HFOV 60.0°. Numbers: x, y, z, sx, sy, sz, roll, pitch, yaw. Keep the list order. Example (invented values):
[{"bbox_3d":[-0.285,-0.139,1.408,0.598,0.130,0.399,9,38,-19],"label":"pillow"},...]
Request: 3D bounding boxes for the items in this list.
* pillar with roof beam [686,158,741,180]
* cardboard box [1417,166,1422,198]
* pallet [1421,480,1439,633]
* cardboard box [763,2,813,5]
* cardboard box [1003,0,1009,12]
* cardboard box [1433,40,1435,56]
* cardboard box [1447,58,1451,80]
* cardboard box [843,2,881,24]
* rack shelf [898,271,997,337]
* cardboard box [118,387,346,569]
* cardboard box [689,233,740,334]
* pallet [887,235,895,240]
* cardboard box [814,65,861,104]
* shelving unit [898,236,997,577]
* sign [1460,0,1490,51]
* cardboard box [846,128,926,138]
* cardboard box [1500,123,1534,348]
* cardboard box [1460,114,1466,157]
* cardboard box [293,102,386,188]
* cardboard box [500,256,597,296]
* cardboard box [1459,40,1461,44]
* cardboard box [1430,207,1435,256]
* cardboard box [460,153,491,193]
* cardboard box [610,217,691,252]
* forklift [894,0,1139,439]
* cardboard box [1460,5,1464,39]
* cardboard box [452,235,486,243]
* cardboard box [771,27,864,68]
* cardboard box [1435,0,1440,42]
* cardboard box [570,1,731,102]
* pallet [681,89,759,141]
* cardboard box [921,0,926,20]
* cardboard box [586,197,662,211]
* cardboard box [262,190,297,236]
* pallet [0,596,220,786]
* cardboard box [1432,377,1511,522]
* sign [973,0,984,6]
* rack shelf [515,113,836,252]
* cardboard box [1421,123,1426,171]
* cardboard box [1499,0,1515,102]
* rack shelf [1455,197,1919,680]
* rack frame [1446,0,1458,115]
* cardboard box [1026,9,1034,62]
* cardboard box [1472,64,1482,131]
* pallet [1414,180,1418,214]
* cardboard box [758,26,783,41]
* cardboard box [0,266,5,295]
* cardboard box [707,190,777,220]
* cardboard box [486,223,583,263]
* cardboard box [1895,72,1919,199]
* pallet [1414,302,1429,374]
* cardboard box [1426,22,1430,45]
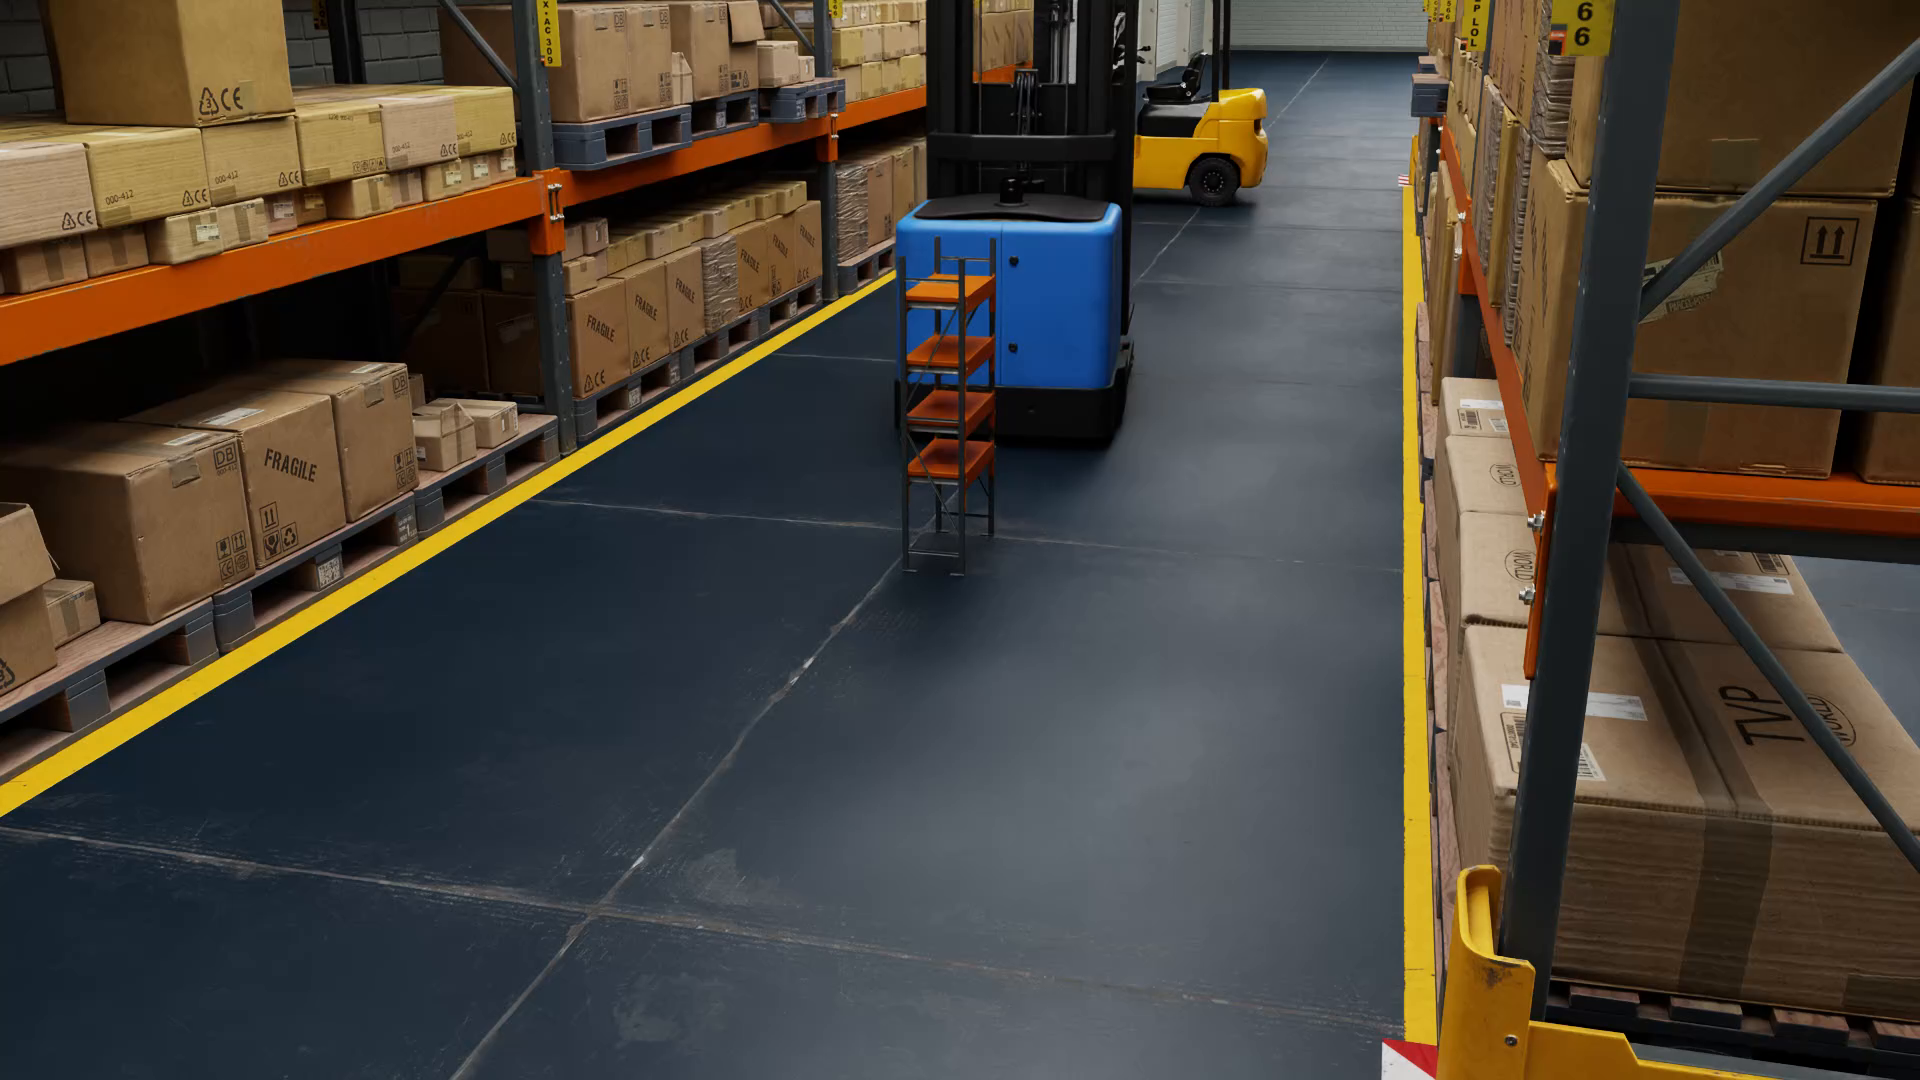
[{"bbox_3d":[2.272,-6.096,10.614,9.100,9.000,0.400,5,19,13],"label":"pillar with roof beam"},{"bbox_3d":[4.449,-3.252,15.173,0.500,0.250,0.500,4,19,12],"label":"cardboard box"},{"bbox_3d":[2.229,0.079,6.131,1.003,0.211,1.213,5,19,13],"label":"pallet"},{"bbox_3d":[-1.254,-3.915,12.351,0.380,0.149,0.250,5,19,13],"label":"cardboard box"},{"bbox_3d":[0.260,-5.124,15.889,0.380,0.149,0.250,4,19,13],"label":"cardboard box"},{"bbox_3d":[4.431,-4.489,14.576,0.500,0.500,0.500,5,20,15],"label":"cardboard box"},{"bbox_3d":[3.315,-3.018,10.621,0.380,0.149,0.250,5,19,14],"label":"cardboard box"},{"bbox_3d":[-0.797,-3.879,12.245,0.380,0.149,0.250,5,19,14],"label":"cardboard box"},{"bbox_3d":[-0.040,-0.888,6.215,0.258,0.148,0.480,5,19,13],"label":"rack shelf"},{"bbox_3d":[-2.587,-0.233,5.946,0.500,0.500,0.500,5,19,14],"label":"cardboard box"},{"bbox_3d":[-1.608,-1.499,9.654,0.500,0.500,0.500,4,19,11],"label":"cardboard box"},{"bbox_3d":[-0.808,-2.434,13.488,1.003,0.211,1.213,5,19,13],"label":"pallet"},{"bbox_3d":[-1.001,-3.166,11.549,0.500,0.250,0.500,5,19,14],"label":"cardboard box"},{"bbox_3d":[-0.040,-0.516,6.342,0.258,1.200,0.503,5,19,13],"label":"shelving unit"},{"bbox_3d":[1.962,-2.023,6.302,0.100,0.325,0.005,5,19,13],"label":"sign"},{"bbox_3d":[-0.486,-3.282,14.680,0.875,0.625,0.625,6,20,16],"label":"cardboard box"},{"bbox_3d":[1.627,-0.757,4.108,0.500,0.500,0.500,5,20,15],"label":"cardboard box"},{"bbox_3d":[2.623,-1.879,7.780,0.500,0.250,0.500,4,19,12],"label":"cardboard box"},{"bbox_3d":[-2.455,-1.441,6.039,0.500,0.250,0.500,5,19,13],"label":"cardboard box"},{"bbox_3d":[-1.978,-1.278,8.003,0.380,0.149,0.250,6,20,16],"label":"cardboard box"},{"bbox_3d":[2.977,-2.591,9.092,0.500,0.250,0.500,5,20,15],"label":"cardboard box"},{"bbox_3d":[3.788,-2.090,11.582,0.950,0.372,0.625,4,19,12],"label":"cardboard box"},{"bbox_3d":[-2.200,-1.542,6.950,0.380,0.149,0.250,5,20,15],"label":"cardboard box"},{"bbox_3d":[-1.720,-1.692,9.216,0.380,0.149,0.250,5,20,15],"label":"cardboard box"},{"bbox_3d":[0.402,-2.302,8.892,1.130,2.935,3.031,3,19,8],"label":"forklift"},{"bbox_3d":[2.998,-2.956,8.999,0.500,0.500,0.500,5,19,14],"label":"cardboard box"},{"bbox_3d":[-2.403,-1.485,8.607,0.380,0.149,0.250,5,19,14],"label":"cardboard box"},{"bbox_3d":[-0.977,-3.401,11.463,0.500,0.250,0.500,5,19,13],"label":"cardboard box"},{"bbox_3d":[3.796,-3.932,12.295,0.500,0.500,0.500,5,19,13],"label":"cardboard box"},{"bbox_3d":[-1.671,-2.652,9.008,0.700,0.500,0.500,5,19,13],"label":"cardboard box"},{"bbox_3d":[-1.817,-2.417,9.420,1.003,0.211,1.213,5,19,13],"label":"pallet"},{"bbox_3d":[-0.454,-4.276,13.408,0.380,0.149,0.250,4,19,12],"label":"cardboard box"},{"bbox_3d":[-2.024,-1.973,10.036,0.380,0.149,0.250,4,19,12],"label":"cardboard box"},{"bbox_3d":[-2.551,-1.143,5.782,0.380,0.149,0.250,5,19,13],"label":"cardboard box"},{"bbox_3d":[-3.089,0.436,5.086,1.003,0.211,1.213,5,19,13],"label":"pallet"},{"bbox_3d":[2.233,-0.271,6.155,0.875,0.438,0.875,4,19,13],"label":"cardboard box"},{"bbox_3d":[0.159,-4.842,14.554,0.100,0.325,0.005,5,19,13],"label":"sign"},{"bbox_3d":[-1.835,-2.150,9.456,1.077,0.370,4.000,5,19,13],"label":"rack shelf"},{"bbox_3d":[4.452,-3.599,15.028,0.500,0.500,0.500,5,19,14],"label":"cardboard box"},{"bbox_3d":[1.873,-1.546,4.871,0.500,0.500,0.500,5,19,14],"label":"cardboard box"},{"bbox_3d":[2.002,-0.506,4.641,1.077,0.370,4.000,5,19,13],"label":"rack shelf"},{"bbox_3d":[3.468,-2.727,10.030,1.000,3.000,0.127,5,19,13],"label":"rack frame"},{"bbox_3d":[0.482,-5.175,17.043,0.500,0.500,0.500,4,19,12],"label":"cardboard box"},{"bbox_3d":[2.362,-1.796,6.764,0.500,0.250,0.500,5,19,13],"label":"cardboard box"},{"bbox_3d":[4.871,-3.258,15.899,1.003,0.211,1.213,5,19,13],"label":"pallet"},{"bbox_3d":[-1.506,-3.446,11.594,0.500,0.250,0.500,5,20,15],"label":"cardboard box"},{"bbox_3d":[-2.907,-0.741,4.605,0.380,0.149,0.250,4,19,13],"label":"cardboard box"},{"bbox_3d":[-1.365,-2.099,10.405,0.380,0.149,0.250,4,19,12],"label":"cardboard box"},{"bbox_3d":[-2.037,-1.424,7.969,0.380,0.149,0.250,4,19,12],"label":"cardboard box"},{"bbox_3d":[1.906,-0.868,2.886,0.500,0.500,0.500,4,19,12],"label":"cardboard box"},{"bbox_3d":[3.202,-1.166,9.775,1.003,0.211,1.213,5,19,13],"label":"pallet"},{"bbox_3d":[5.037,-5.296,16.937,0.500,0.500,0.500,4,19,13],"label":"cardboard box"}]
